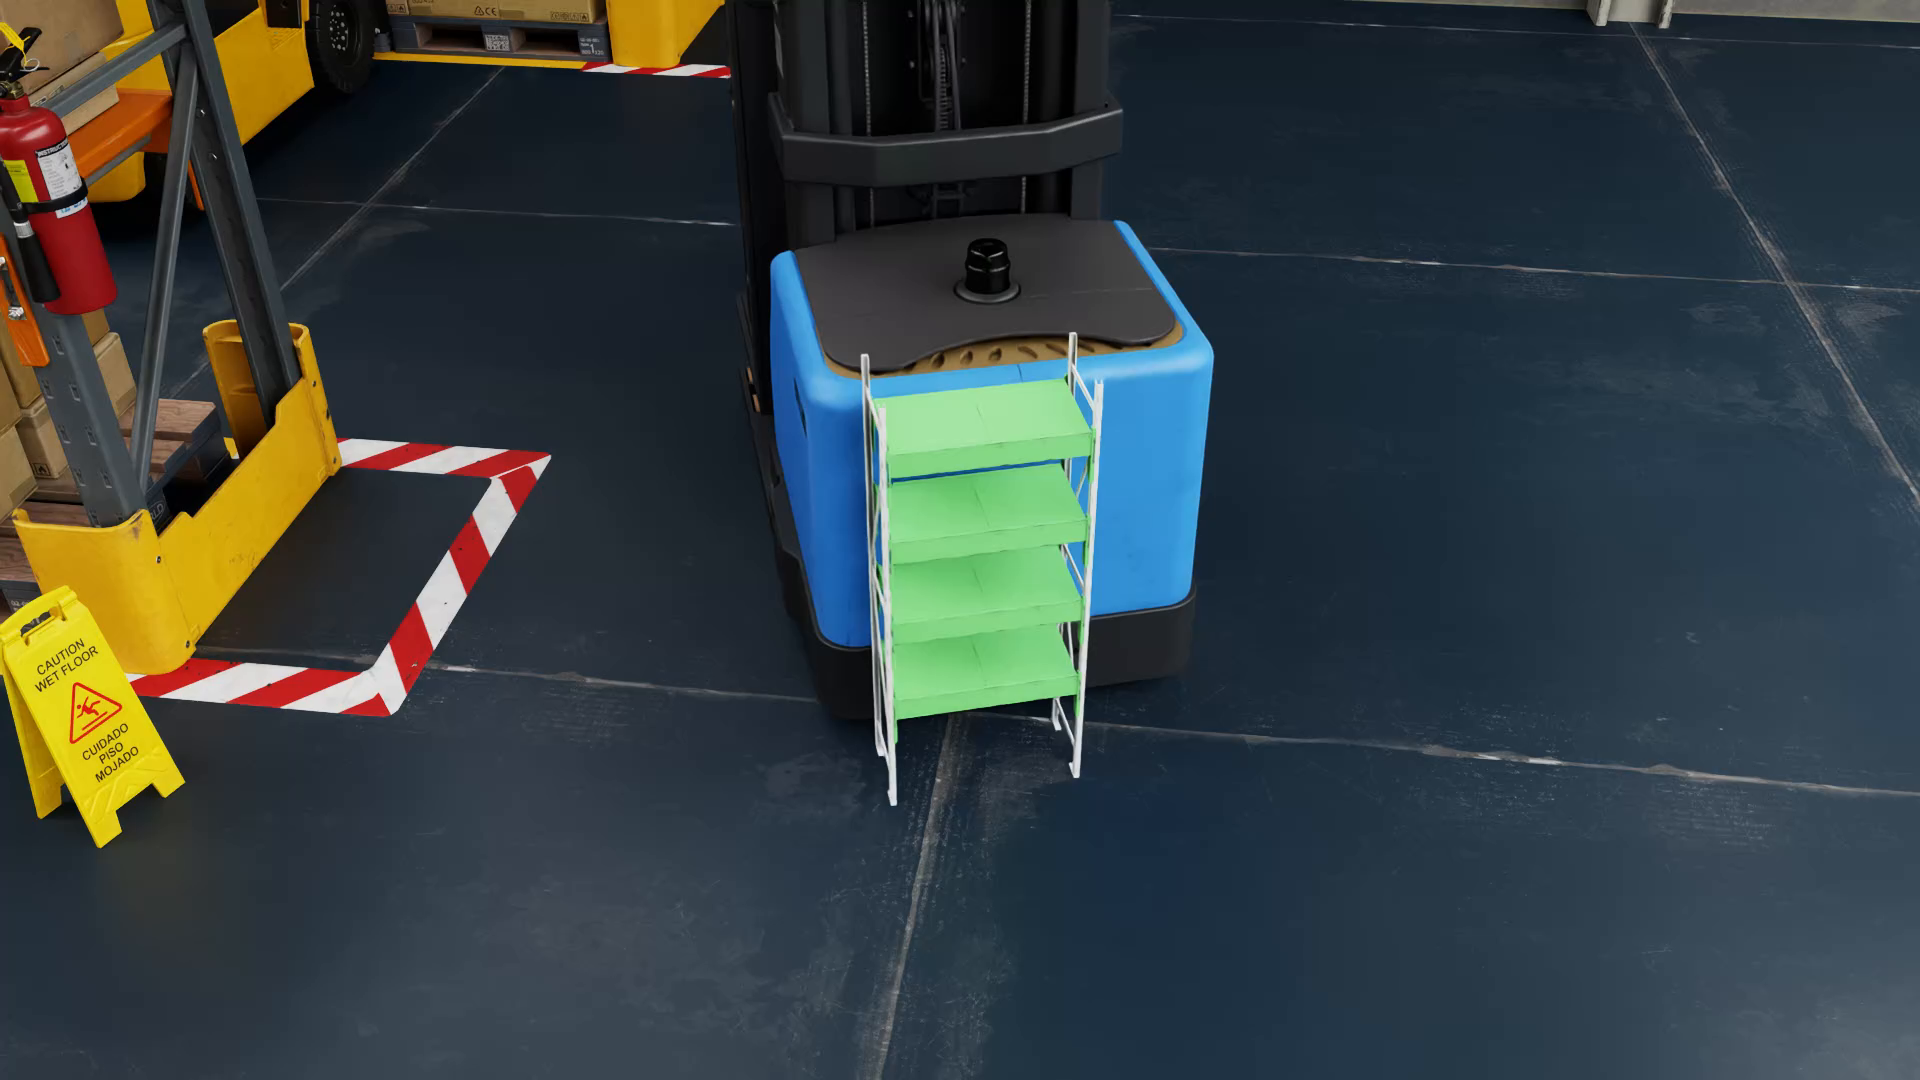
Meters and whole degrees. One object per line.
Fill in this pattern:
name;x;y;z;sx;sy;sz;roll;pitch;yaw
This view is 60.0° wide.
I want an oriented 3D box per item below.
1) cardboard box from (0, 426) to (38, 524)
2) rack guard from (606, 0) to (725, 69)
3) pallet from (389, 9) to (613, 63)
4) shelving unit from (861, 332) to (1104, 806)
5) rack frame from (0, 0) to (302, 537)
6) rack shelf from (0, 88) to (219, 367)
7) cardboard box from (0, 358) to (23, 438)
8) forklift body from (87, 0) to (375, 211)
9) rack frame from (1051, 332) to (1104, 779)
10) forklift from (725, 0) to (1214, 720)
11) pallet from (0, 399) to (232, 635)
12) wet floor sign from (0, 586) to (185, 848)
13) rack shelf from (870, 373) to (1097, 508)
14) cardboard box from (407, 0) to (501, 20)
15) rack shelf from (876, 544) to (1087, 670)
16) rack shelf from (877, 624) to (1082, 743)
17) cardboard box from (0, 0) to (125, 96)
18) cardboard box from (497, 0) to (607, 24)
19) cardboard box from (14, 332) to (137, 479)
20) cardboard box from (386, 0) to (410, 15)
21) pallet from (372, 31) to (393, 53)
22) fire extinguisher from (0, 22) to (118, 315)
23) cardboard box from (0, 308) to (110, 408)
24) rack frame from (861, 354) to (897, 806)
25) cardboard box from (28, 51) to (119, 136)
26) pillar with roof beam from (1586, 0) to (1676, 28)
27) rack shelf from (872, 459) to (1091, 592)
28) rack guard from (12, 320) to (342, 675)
cardboard box;-3.106;-0.135;4.863;0.500;0.250;0.500;4;36;6
rack guard;-1.594;-3.018;9.049;0.348;0.500;1.175;4;36;6
pallet;-2.382;-2.935;9.180;1.213;0.211;1.003;4;36;6
shelving unit;0.045;0.103;4.070;0.503;1.200;0.258;-7;37;-10
rack frame;-2.247;-1.177;4.317;0.127;3.000;1.000;4;36;6
rack shelf;-4.230;-1.032;4.734;4.000;0.370;1.077;4;36;6
cardboard box;-3.074;-0.443;4.649;0.500;0.500;0.500;4;36;6
forklift body;-3.731;-2.781;7.295;1.214;2.155;2.313;4;36;6
rack frame;0.283;0.073;4.112;0.015;1.200;0.240;-7;37;-10
forklift;-0.163;-1.565;4.920;1.130;2.935;3.031;-7;36;-10
pallet;-3.123;-0.128;5.248;1.213;0.211;1.003;4;36;6
wet floor sign;-2.194;0.412;4.118;0.232;0.644;0.267;17;39;22
rack shelf;0.046;-0.233;3.824;0.480;0.148;0.258;-7;37;-10
cardboard box;-2.616;-2.984;8.855;0.500;0.250;0.500;4;36;6
rack shelf;0.045;0.154;4.108;0.480;0.148;0.258;-7;37;-10
rack shelf;0.044;0.348;4.250;0.480;0.148;0.258;-7;37;-10
cardboard box;-2.681;-1.534;4.475;0.500;0.500;0.500;4;36;5
cardboard box;-2.124;-2.942;8.795;0.500;0.250;0.500;5;36;6
cardboard box;-3.011;-0.448;5.301;0.500;0.250;0.500;4;36;6
cardboard box;-3.111;-3.026;8.914;0.500;0.250;0.500;5;36;6
pallet;-3.589;-3.027;9.309;1.213;0.211;1.003;4;36;6
fire extinguisher;-2.192;-0.872;3.956;0.183;0.674;0.296;4;36;6
cardboard box;-3.035;-0.755;5.085;0.500;0.500;0.500;3;36;4
rack frame;-0.194;0.133;4.028;0.015;1.200;0.240;-7;37;-10
cardboard box;-2.557;-1.219;4.593;0.250;0.149;0.380;4;36;6
pillar with roof beam;3.209;-4.126;3.284;0.400;9.000;9.100;4;36;6
rack shelf;0.045;-0.039;3.966;0.480;0.148;0.258;-7;37;-10
rack guard;-2.322;-0.165;5.051;0.348;0.500;1.175;4;36;6
